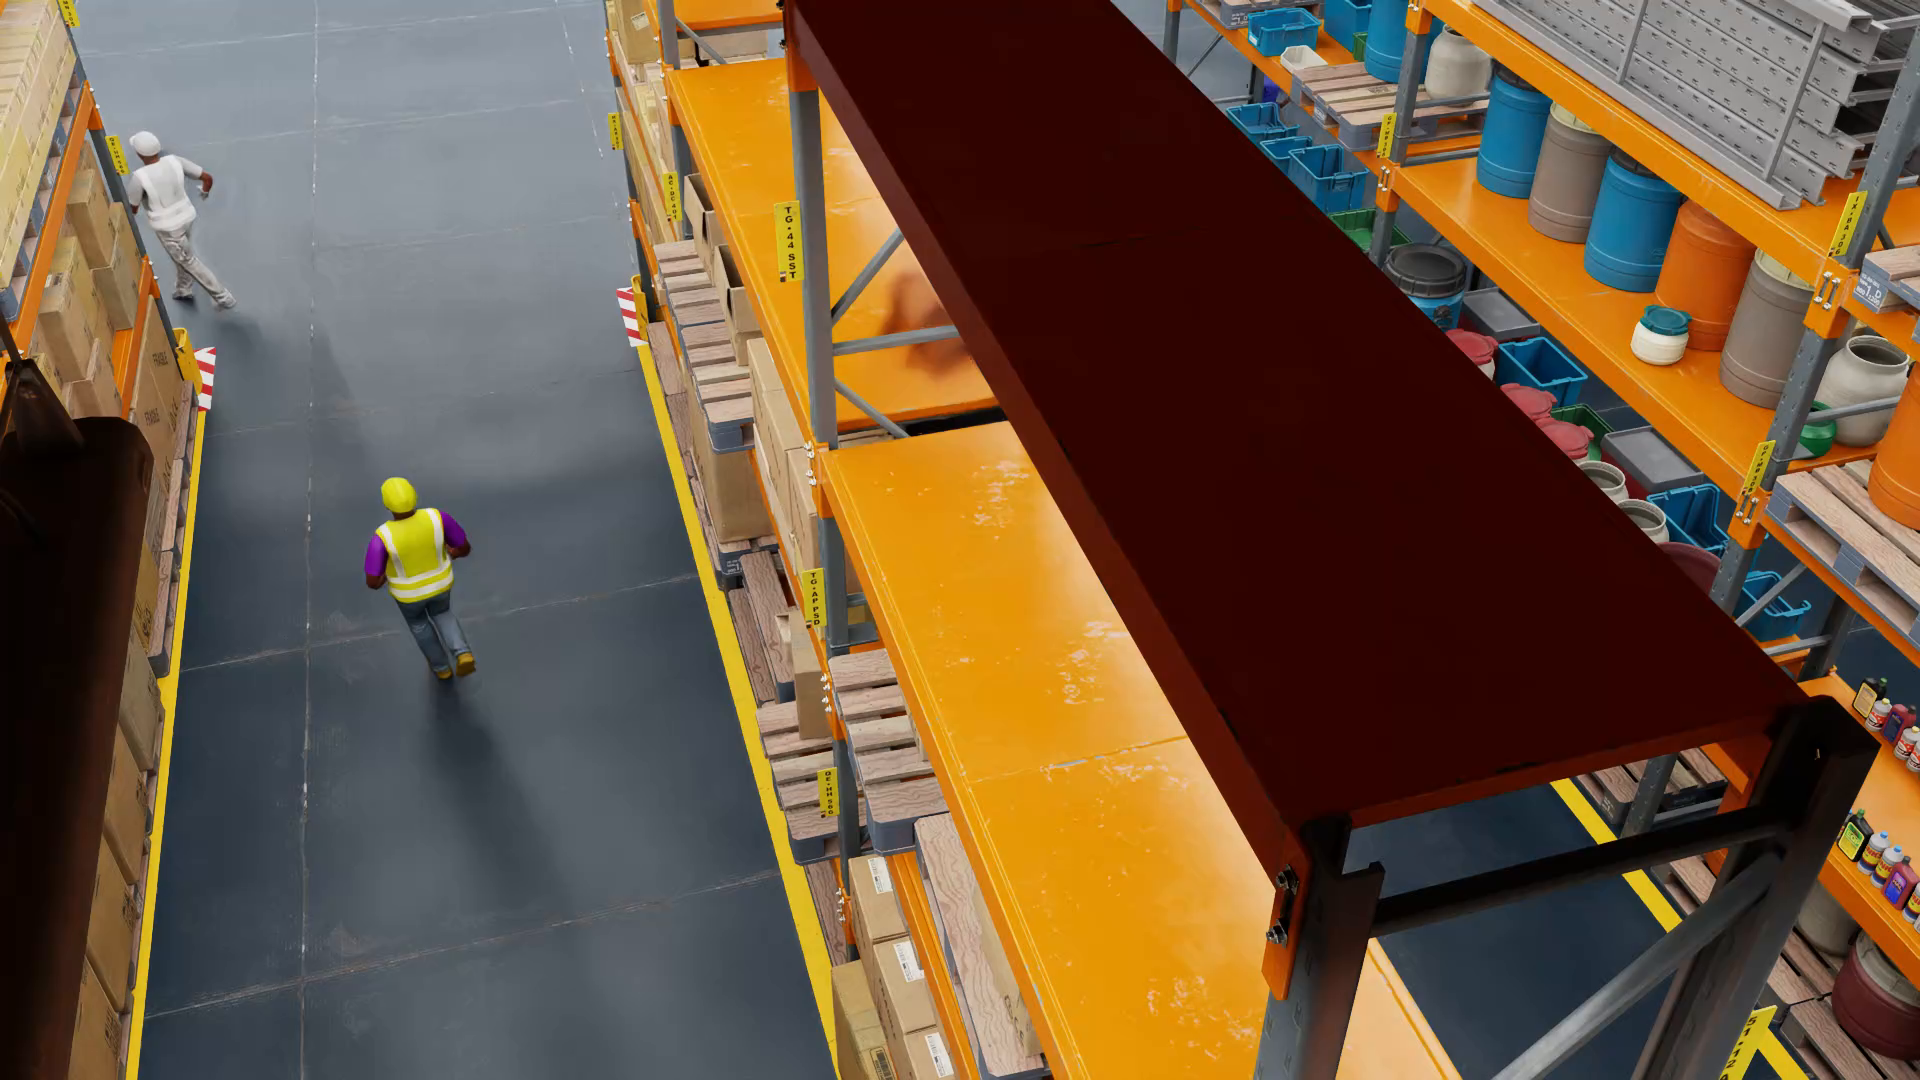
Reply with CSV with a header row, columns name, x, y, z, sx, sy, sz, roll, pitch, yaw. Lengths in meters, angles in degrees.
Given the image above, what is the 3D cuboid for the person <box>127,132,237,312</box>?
name,x,y,z,sx,sy,sz,roll,pitch,yaw
person,-7.088,-2.844,14.965,0.919,1.811,0.760,15,41,18

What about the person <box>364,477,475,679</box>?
name,x,y,z,sx,sy,sz,roll,pitch,yaw
person,-3.569,0.315,11.050,0.701,1.726,0.661,-22,44,-26

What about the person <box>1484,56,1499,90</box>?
name,x,y,z,sx,sy,sz,roll,pitch,yaw
person,6.060,-5.487,18.339,0.894,1.824,0.671,6,39,7

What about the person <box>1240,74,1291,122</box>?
name,x,y,z,sx,sy,sz,roll,pitch,yaw
person,3.093,-4.201,16.832,0.810,1.644,0.595,31,48,33
